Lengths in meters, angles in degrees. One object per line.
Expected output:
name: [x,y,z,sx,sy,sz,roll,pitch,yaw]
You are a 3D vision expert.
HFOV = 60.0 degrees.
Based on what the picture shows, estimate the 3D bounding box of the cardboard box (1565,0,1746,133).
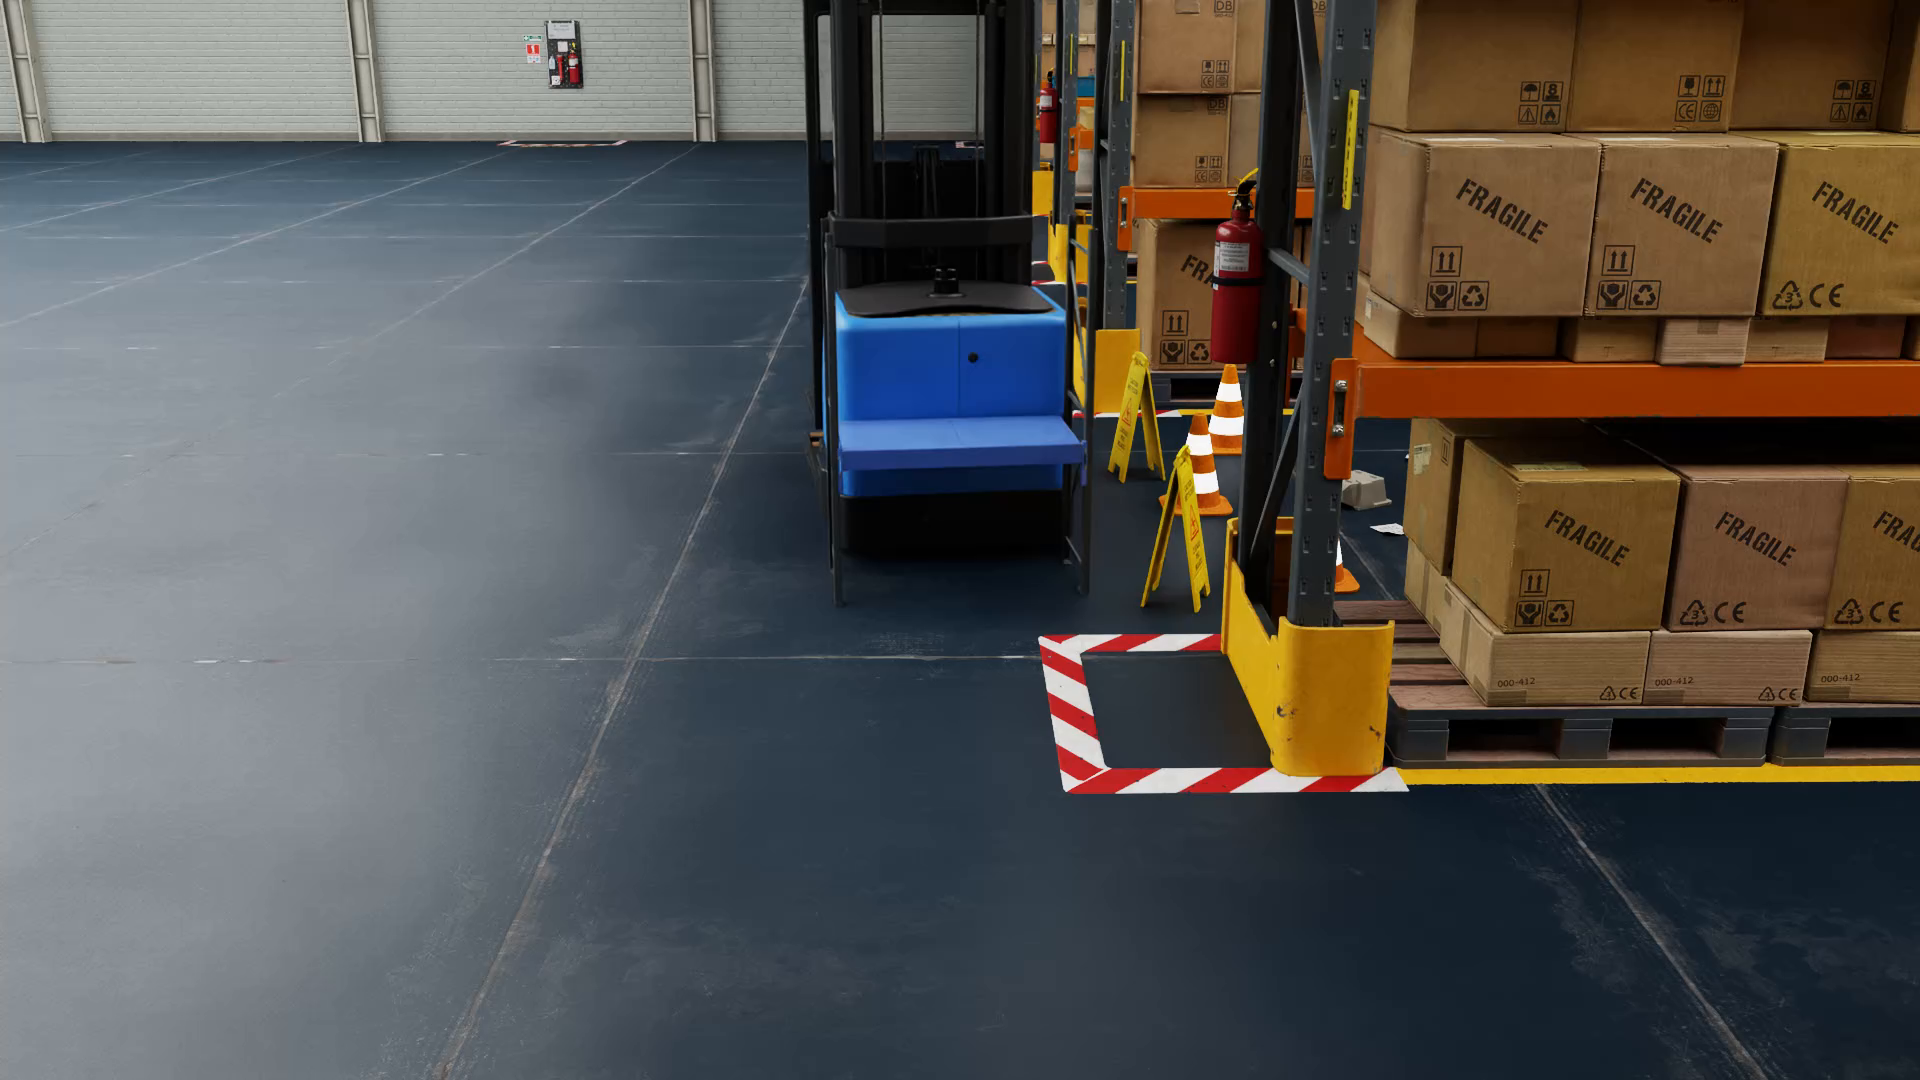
cardboard box: [2.107,-1.593,5.358,0.500,0.500,0.700,0,18,0]

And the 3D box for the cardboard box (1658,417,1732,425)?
cardboard box: [2.508,-0.521,5.828,0.250,0.149,0.380,0,18,0]

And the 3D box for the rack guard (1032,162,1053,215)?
rack guard: [0.935,-4.222,19.934,0.348,0.500,1.175,0,18,-1]

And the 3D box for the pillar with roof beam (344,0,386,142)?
pillar with roof beam: [-10.541,-10.175,24.577,0.400,9.000,9.100,0,18,-1]

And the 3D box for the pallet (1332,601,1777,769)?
pallet: [1.983,0.476,5.761,1.213,0.211,1.003,0,18,-1]

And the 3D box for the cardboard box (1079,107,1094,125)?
cardboard box: [1.219,-3.830,15.030,0.250,0.149,0.380,0,18,-1]

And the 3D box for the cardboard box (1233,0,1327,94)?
cardboard box: [1.835,-2.976,9.944,0.550,0.550,0.875,0,18,-1]

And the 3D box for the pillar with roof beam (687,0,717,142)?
pillar with roof beam: [-4.542,-10.204,24.667,0.400,9.000,9.100,0,18,-1]

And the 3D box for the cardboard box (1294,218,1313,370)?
cardboard box: [2.472,-1.586,10.415,0.875,0.875,0.875,-1,18,-2]

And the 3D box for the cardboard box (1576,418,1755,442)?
cardboard box: [2.413,-0.193,5.868,0.500,0.500,0.500,0,18,1]

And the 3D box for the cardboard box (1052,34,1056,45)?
cardboard box: [1.445,-7.205,23.915,0.250,0.149,0.380,-1,18,-2]

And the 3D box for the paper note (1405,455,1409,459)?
paper note: [2.468,-0.444,8.927,0.142,0.017,0.144,6,19,18]

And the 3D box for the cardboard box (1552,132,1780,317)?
cardboard box: [2.090,-0.969,5.048,0.500,0.500,0.500,0,18,1]

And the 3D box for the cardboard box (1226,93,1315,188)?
cardboard box: [1.835,-2.466,10.121,0.550,0.550,0.875,0,18,-1]

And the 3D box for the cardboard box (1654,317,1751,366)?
cardboard box: [2.210,-0.646,5.106,0.250,0.149,0.380,0,18,0]

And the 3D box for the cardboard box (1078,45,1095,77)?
cardboard box: [1.777,-6.960,24.214,0.500,0.500,0.700,0,18,1]

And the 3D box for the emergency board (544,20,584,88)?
emergency board: [-7.082,-8.662,29.682,0.643,1.169,0.194,0,18,-1]

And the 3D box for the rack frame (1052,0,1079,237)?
rack frame: [0.938,-3.885,14.790,0.127,3.000,1.000,0,18,-1]

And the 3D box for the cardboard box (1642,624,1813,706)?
cardboard box: [2.415,0.331,5.460,0.500,0.250,0.500,0,18,1]

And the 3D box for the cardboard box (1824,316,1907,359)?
cardboard box: [2.732,-0.677,5.203,0.250,0.149,0.380,0,18,1]

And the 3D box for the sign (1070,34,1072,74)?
sign: [0.946,-4.131,14.142,0.005,0.325,0.100,0,18,-1]

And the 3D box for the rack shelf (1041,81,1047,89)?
rack shelf: [2.785,-6.578,24.362,4.000,0.370,1.077,0,18,-1]

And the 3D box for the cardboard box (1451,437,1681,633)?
cardboard box: [1.929,-0.026,5.346,0.500,0.500,0.500,-1,18,-3]

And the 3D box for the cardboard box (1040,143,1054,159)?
cardboard box: [1.325,-5.736,24.374,0.500,0.250,0.500,0,18,-1]

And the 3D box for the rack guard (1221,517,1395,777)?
rack guard: [1.170,0.332,5.738,0.348,0.500,1.175,0,18,-1]

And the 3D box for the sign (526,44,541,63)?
sign: [-7.636,-8.708,29.766,0.234,0.329,0.001,0,18,-1]

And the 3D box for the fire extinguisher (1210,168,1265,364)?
fire extinguisher: [0.972,-0.962,5.804,0.183,0.674,0.296,0,18,-1]

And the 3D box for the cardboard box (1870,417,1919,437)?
cardboard box: [3.446,-0.197,5.879,0.500,0.500,0.500,1,18,2]

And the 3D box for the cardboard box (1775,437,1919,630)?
cardboard box: [2.953,-0.029,5.358,0.500,0.500,0.500,0,18,0]

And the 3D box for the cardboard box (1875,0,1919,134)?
cardboard box: [3.117,-1.587,5.339,0.500,0.500,0.700,0,18,-1]

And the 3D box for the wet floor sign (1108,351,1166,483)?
wet floor sign: [0.917,-0.644,8.541,0.232,0.644,0.267,-3,18,-10]

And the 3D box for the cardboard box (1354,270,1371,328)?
cardboard box: [1.464,-0.806,5.603,0.250,0.149,0.380,0,18,1]

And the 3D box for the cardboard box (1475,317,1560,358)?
cardboard box: [1.689,-0.683,5.219,0.250,0.149,0.380,0,18,0]

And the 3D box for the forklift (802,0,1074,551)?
forklift: [-0.229,-1.756,8.267,1.130,2.935,3.031,-3,18,-8]

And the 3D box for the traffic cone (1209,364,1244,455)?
traffic cone: [1.468,-0.730,9.110,0.334,0.463,0.336,0,18,-1]

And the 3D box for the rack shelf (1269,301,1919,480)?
rack shelf: [3.094,-0.525,5.495,4.000,0.370,1.077,0,18,-1]

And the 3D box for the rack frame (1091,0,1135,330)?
rack frame: [0.915,-2.370,10.067,0.127,3.000,1.000,0,18,-1]

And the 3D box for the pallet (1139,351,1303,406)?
pallet: [1.713,-1.069,10.579,1.213,0.211,1.003,0,18,-1]

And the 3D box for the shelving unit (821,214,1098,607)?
shelving unit: [-0.016,-0.538,6.813,1.048,1.500,0.538,-2,18,-6]

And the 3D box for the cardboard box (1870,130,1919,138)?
cardboard box: [3.108,-0.976,5.073,0.500,0.500,0.500,-1,18,-2]

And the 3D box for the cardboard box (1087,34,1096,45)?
cardboard box: [1.946,-7.207,23.919,0.250,0.149,0.380,-1,18,-2]

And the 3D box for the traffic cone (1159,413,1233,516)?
traffic cone: [1.146,-0.384,8.029,0.334,0.463,0.336,0,18,-1]

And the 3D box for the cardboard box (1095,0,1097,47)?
cardboard box: [1.484,-4.628,14.821,0.500,0.500,0.500,0,18,-1]

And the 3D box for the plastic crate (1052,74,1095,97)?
plastic crate: [1.355,-5.421,19.821,0.616,0.251,0.499,0,18,-1]

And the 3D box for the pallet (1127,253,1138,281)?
pallet: [1.826,-2.551,15.196,1.213,0.211,1.003,0,18,-1]

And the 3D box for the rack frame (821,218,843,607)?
rack frame: [-0.521,-0.520,6.756,0.032,1.500,0.500,-2,18,-6]

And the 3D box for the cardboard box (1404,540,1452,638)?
cardboard box: [1.922,0.165,5.980,0.500,0.250,0.500,0,18,-1]

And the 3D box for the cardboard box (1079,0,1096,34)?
cardboard box: [1.831,-7.579,24.017,0.500,0.500,0.700,-1,18,-2]
